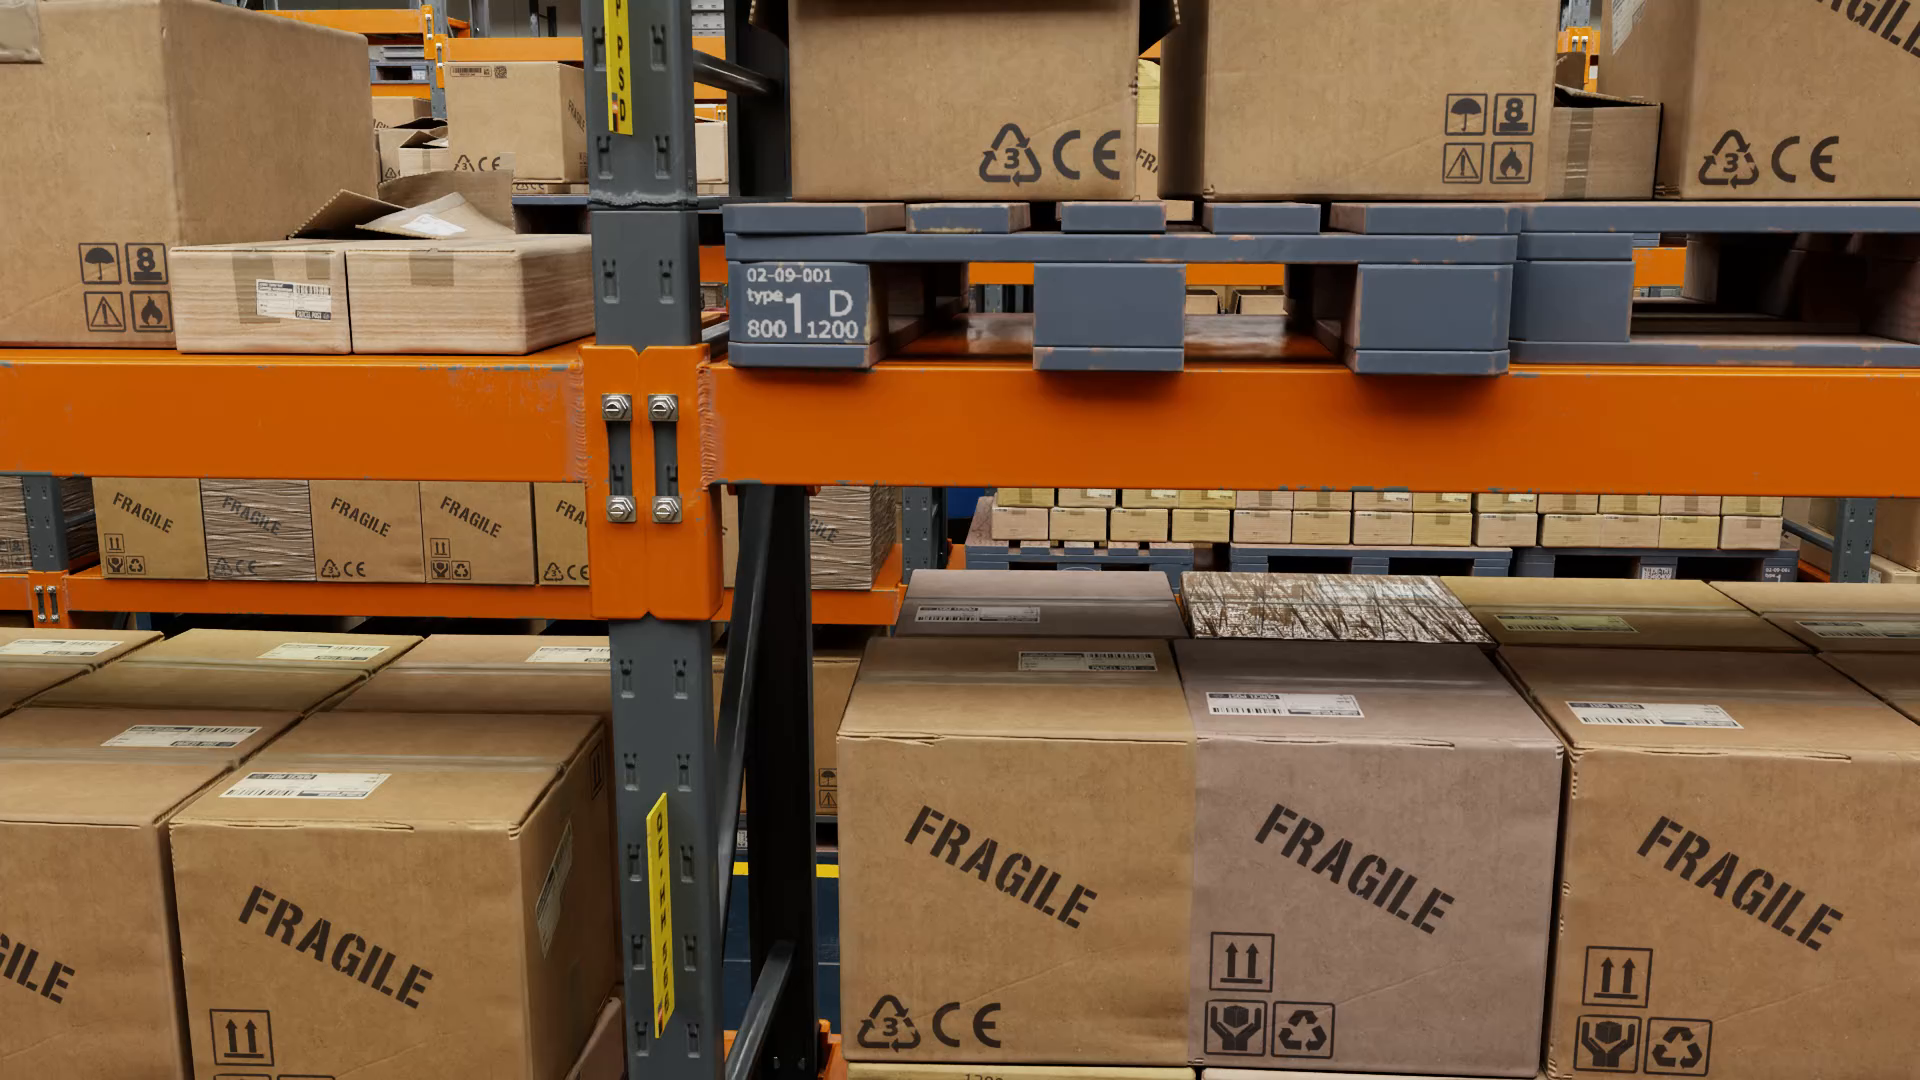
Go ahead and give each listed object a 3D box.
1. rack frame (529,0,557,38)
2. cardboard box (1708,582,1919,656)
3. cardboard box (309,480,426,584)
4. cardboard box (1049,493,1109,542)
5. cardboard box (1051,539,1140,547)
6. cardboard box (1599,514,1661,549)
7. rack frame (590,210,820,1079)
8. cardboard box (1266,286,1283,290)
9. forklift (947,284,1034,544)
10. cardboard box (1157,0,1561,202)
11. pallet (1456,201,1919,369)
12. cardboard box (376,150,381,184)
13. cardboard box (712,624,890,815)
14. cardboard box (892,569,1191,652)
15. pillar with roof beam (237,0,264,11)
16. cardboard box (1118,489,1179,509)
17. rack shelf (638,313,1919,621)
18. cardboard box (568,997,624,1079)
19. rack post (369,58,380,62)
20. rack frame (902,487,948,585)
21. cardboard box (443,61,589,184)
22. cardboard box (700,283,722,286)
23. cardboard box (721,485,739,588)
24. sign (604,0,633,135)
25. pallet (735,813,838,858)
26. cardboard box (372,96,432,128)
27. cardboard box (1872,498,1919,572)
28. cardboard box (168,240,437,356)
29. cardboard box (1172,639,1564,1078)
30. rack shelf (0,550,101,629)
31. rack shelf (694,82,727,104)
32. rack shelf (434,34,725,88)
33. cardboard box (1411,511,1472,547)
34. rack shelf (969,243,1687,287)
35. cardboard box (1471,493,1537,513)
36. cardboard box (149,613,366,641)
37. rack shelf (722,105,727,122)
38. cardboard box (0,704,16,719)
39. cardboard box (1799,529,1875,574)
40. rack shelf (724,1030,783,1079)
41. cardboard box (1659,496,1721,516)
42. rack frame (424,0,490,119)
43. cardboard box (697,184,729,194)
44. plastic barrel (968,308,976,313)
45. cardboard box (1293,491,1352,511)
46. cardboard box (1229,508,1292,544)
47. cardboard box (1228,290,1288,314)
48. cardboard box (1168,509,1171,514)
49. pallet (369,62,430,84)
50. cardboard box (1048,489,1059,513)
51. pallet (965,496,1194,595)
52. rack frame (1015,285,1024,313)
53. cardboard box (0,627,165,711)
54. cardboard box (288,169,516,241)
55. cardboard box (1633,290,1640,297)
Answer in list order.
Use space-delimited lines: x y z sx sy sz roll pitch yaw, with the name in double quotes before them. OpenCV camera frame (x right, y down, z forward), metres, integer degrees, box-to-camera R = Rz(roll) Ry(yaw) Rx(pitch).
"rack frame" -6.715 -7.168 27.055 0.127 3.000 1.000 1 12 4
"cardboard box" 1.657 0.376 2.960 0.500 0.500 0.500 1 12 3
"cardboard box" -2.640 -0.101 7.683 0.500 0.500 0.500 1 12 3
"cardboard box" 0.542 -0.106 7.535 0.250 0.149 0.380 1 12 7
"cardboard box" 0.961 -0.238 12.743 0.875 0.875 1.225 0 12 1
"cardboard box" 2.915 -0.074 7.384 0.250 0.149 0.380 1 12 4
"rack frame" -0.388 0.939 2.955 0.127 3.000 1.000 1 12 4
"cardboard box" 4.473 -3.362 22.243 0.500 0.500 0.700 -3 12 -15
"forklift" 0.514 -1.530 14.924 3.031 2.935 1.130 -8 15 -35
"cardboard box" 0.612 -0.809 2.716 0.500 0.500 0.700 0 12 1
"pallet" 1.374 -0.425 2.607 1.213 0.211 1.003 1 12 6
"cardboard box" -2.769 -1.656 7.377 0.250 0.149 0.380 1 12 4
"cardboard box" -0.760 0.795 8.111 0.750 0.750 1.050 1 12 3
"cardboard box" 0.145 0.354 3.064 0.500 0.500 0.500 0 12 2
"pillar with roof beam" -12.233 -6.537 24.042 0.548 9.000 9.100 1 12 4
"cardboard box" 0.848 -0.248 7.491 0.250 0.149 0.380 0 12 2
"rack shelf" 1.607 -0.150 2.591 4.000 0.370 1.077 1 12 4
"cardboard box" -0.731 0.900 2.730 0.250 0.149 0.380 1 12 6
"rack post" -6.632 -4.863 17.257 0.954 0.300 0.937 2 12 10
"rack frame" -0.158 -0.074 7.796 0.127 3.000 1.000 1 12 4
"cardboard box" -1.912 -1.812 7.266 0.500 0.500 0.500 1 12 4
"cardboard box" -3.337 -3.491 22.302 0.250 0.149 0.380 1 12 4
"cardboard box" -1.123 -0.081 7.587 0.500 0.500 0.500 1 12 4
"sign" -0.427 -0.672 2.065 0.005 0.325 0.100 1 12 4
"pallet" -0.940 1.265 8.207 1.213 0.211 1.003 1 12 4
"cardboard box" -4.183 -3.002 12.277 0.500 0.500 0.500 0 12 2
"cardboard box" 4.310 -0.156 7.215 0.500 0.500 0.500 1 12 3
"cardboard box" -0.965 -0.370 2.498 0.250 0.149 0.380 1 12 4
"cardboard box" 0.583 0.462 2.548 0.500 0.500 0.500 1 12 4
"rack shelf" -6.145 0.196 8.262 4.000 0.370 1.077 1 12 4
"rack shelf" -1.391 -4.514 17.102 4.000 0.370 1.077 1 12 4
"rack shelf" -1.722 -3.502 12.265 4.000 0.370 1.077 1 12 4
"cardboard box" 2.123 -0.084 7.432 0.250 0.149 0.380 1 12 6
"rack shelf" 1.837 -1.163 7.432 4.000 0.370 1.077 1 12 4
"cardboard box" 2.379 -0.227 7.387 0.250 0.149 0.380 0 12 1
"cardboard box" -3.524 0.757 8.292 0.750 0.750 1.050 1 12 3
"rack shelf" -1.056 -5.526 21.939 4.000 0.370 1.077 1 12 4
"cardboard box" -1.881 0.578 2.685 0.500 0.500 0.500 0 12 0
"cardboard box" 4.133 0.060 7.770 0.250 0.149 0.380 1 12 3
"rack shelf" -2.384 1.263 3.160 4.000 0.370 1.077 1 12 4
"cardboard box" 3.159 -0.216 7.336 0.250 0.149 0.380 1 12 4
"rack frame" -3.717 -4.077 12.281 0.127 3.000 1.000 1 12 4
"cardboard box" -1.840 -2.695 12.544 0.250 0.166 0.380 0 12 2
"plastic barrel" 0.122 -2.109 17.191 0.708 0.536 0.600 1 12 4
"cardboard box" 1.595 -0.237 7.438 0.250 0.149 0.380 1 12 3
"cardboard box" 1.347 -0.095 7.486 0.250 0.149 0.380 1 12 6
"cardboard box" 2.322 -1.595 12.374 0.637 0.503 0.797 1 12 6
"cardboard box" 1.117 -0.232 8.141 0.250 0.149 0.380 1 12 3
"pallet" -5.431 -4.823 17.282 1.213 0.211 1.003 1 12 4
"cardboard box" 0.365 -0.244 8.195 0.250 0.149 0.380 1 12 5
"pallet" 0.560 0.008 7.873 1.003 0.211 1.213 1 12 4
"rack frame" 0.605 -2.098 17.471 0.127 3.000 1.000 1 12 4
"cardboard box" -1.873 0.473 3.182 0.500 0.500 0.500 1 12 5
"cardboard box" -0.946 -0.506 2.865 0.258 0.266 0.396 1 12 4
"cardboard box" 8.457 -3.000 21.538 0.500 0.500 0.500 1 12 5
